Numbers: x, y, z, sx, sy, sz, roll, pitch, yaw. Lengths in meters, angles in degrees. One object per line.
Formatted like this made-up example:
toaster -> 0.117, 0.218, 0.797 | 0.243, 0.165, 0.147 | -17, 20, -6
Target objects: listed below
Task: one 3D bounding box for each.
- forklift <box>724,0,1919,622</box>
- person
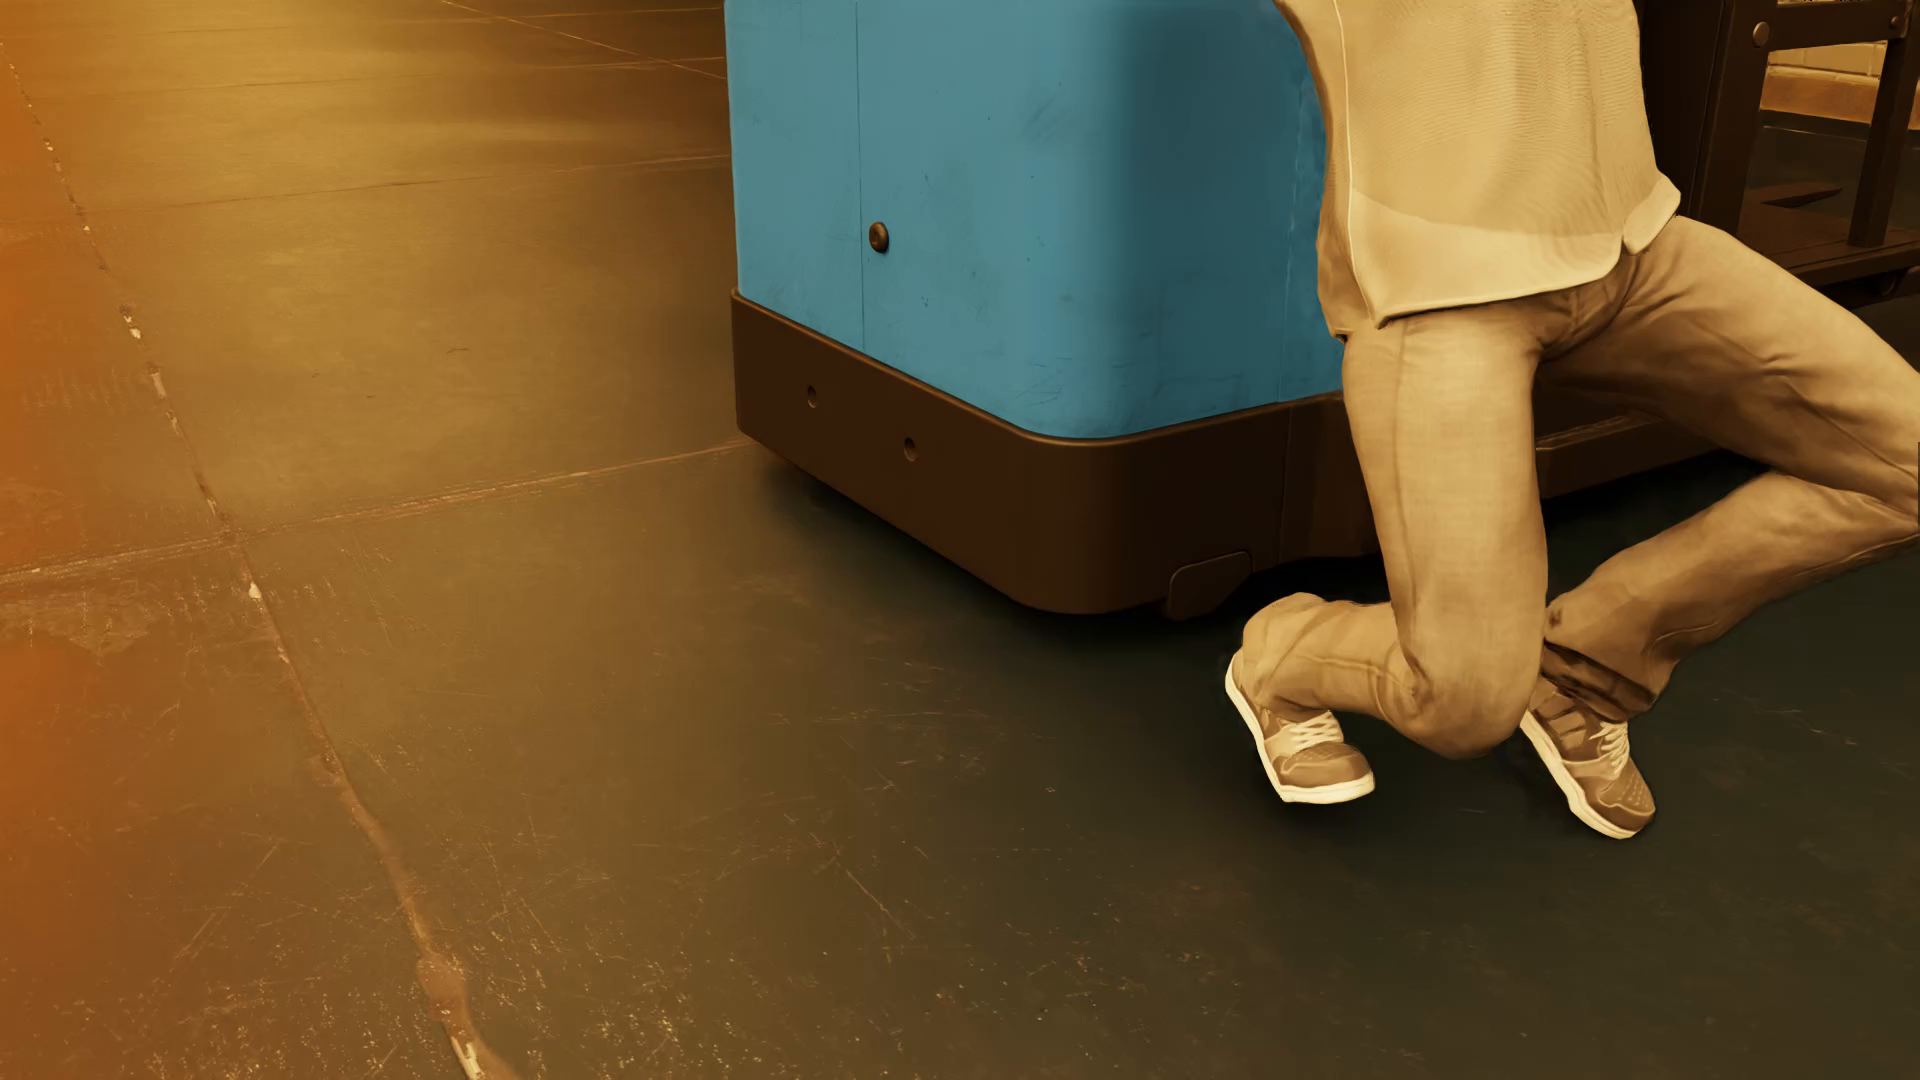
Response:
forklift -> 1.124, -1.651, 2.797 | 3.031, 2.935, 1.130 | -14, 26, -30
person -> 0.662, -0.398, 1.641 | 0.931, 1.499, 0.727 | -16, 27, -33
